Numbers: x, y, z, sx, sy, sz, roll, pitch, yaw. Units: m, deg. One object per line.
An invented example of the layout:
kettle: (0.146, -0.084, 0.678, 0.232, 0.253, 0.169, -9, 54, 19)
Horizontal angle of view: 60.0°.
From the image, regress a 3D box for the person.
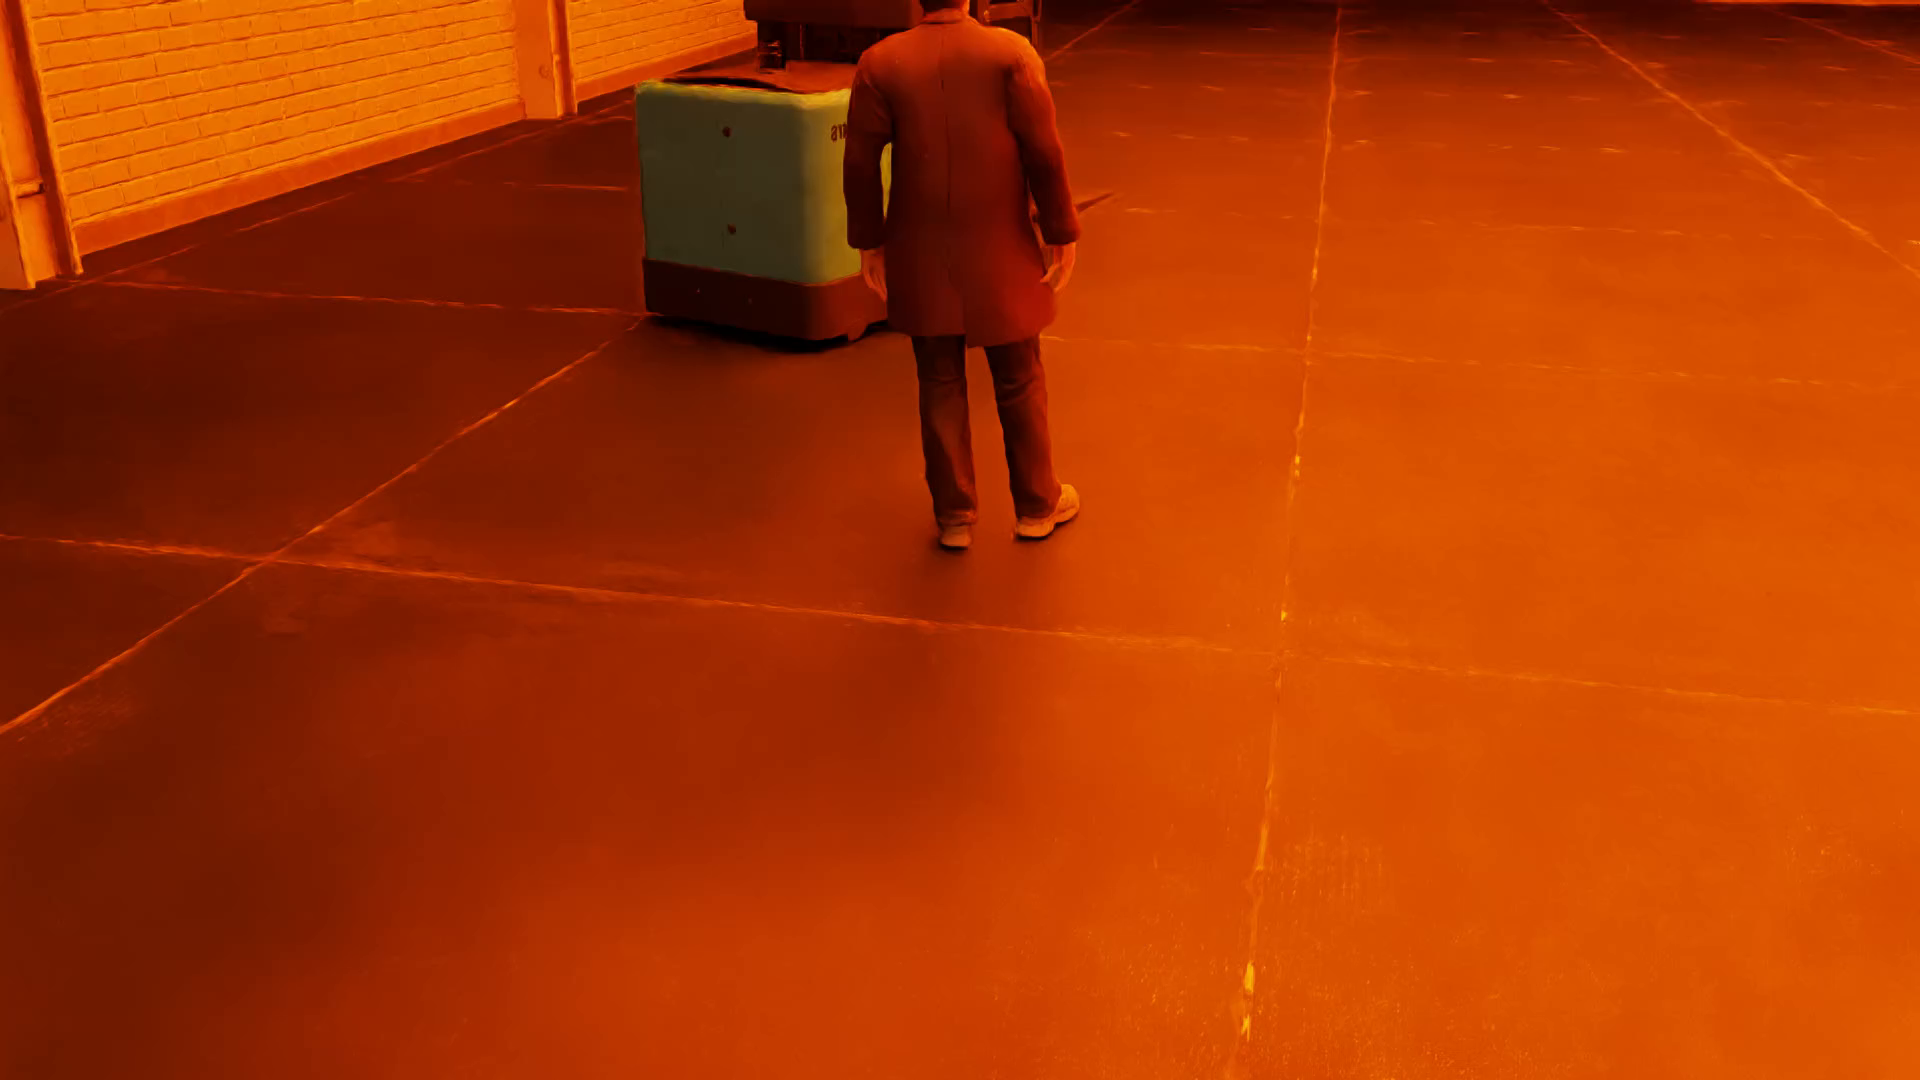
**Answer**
person: (0.024, -0.863, 4.892, 0.694, 1.776, 0.580, 5, 23, 11)

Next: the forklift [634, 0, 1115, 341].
forklift: (-0.213, -2.712, 7.917, 1.130, 2.935, 3.031, 13, 26, 30)
